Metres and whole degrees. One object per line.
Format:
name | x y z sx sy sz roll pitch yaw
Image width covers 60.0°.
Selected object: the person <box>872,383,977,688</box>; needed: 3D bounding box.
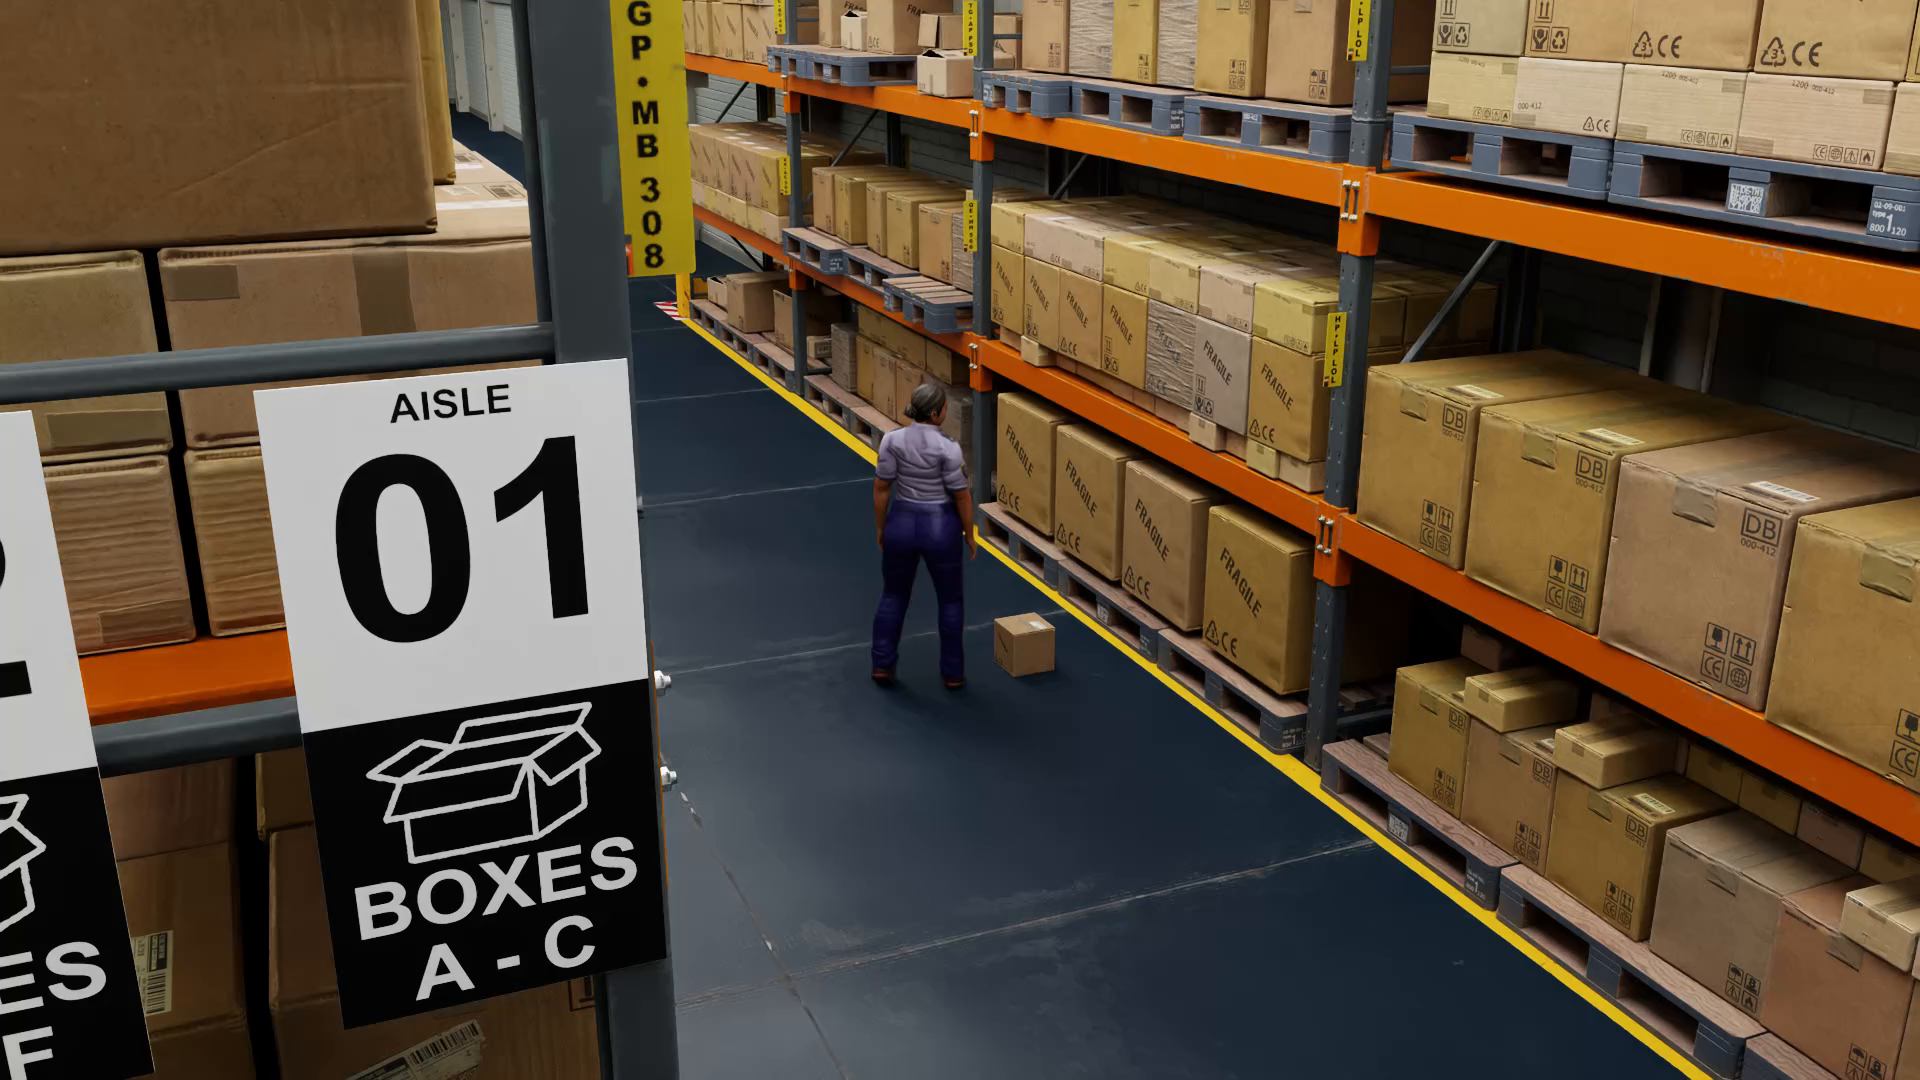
person | -0.200 -0.009 8.653 0.577 1.685 0.398 7 20 18
